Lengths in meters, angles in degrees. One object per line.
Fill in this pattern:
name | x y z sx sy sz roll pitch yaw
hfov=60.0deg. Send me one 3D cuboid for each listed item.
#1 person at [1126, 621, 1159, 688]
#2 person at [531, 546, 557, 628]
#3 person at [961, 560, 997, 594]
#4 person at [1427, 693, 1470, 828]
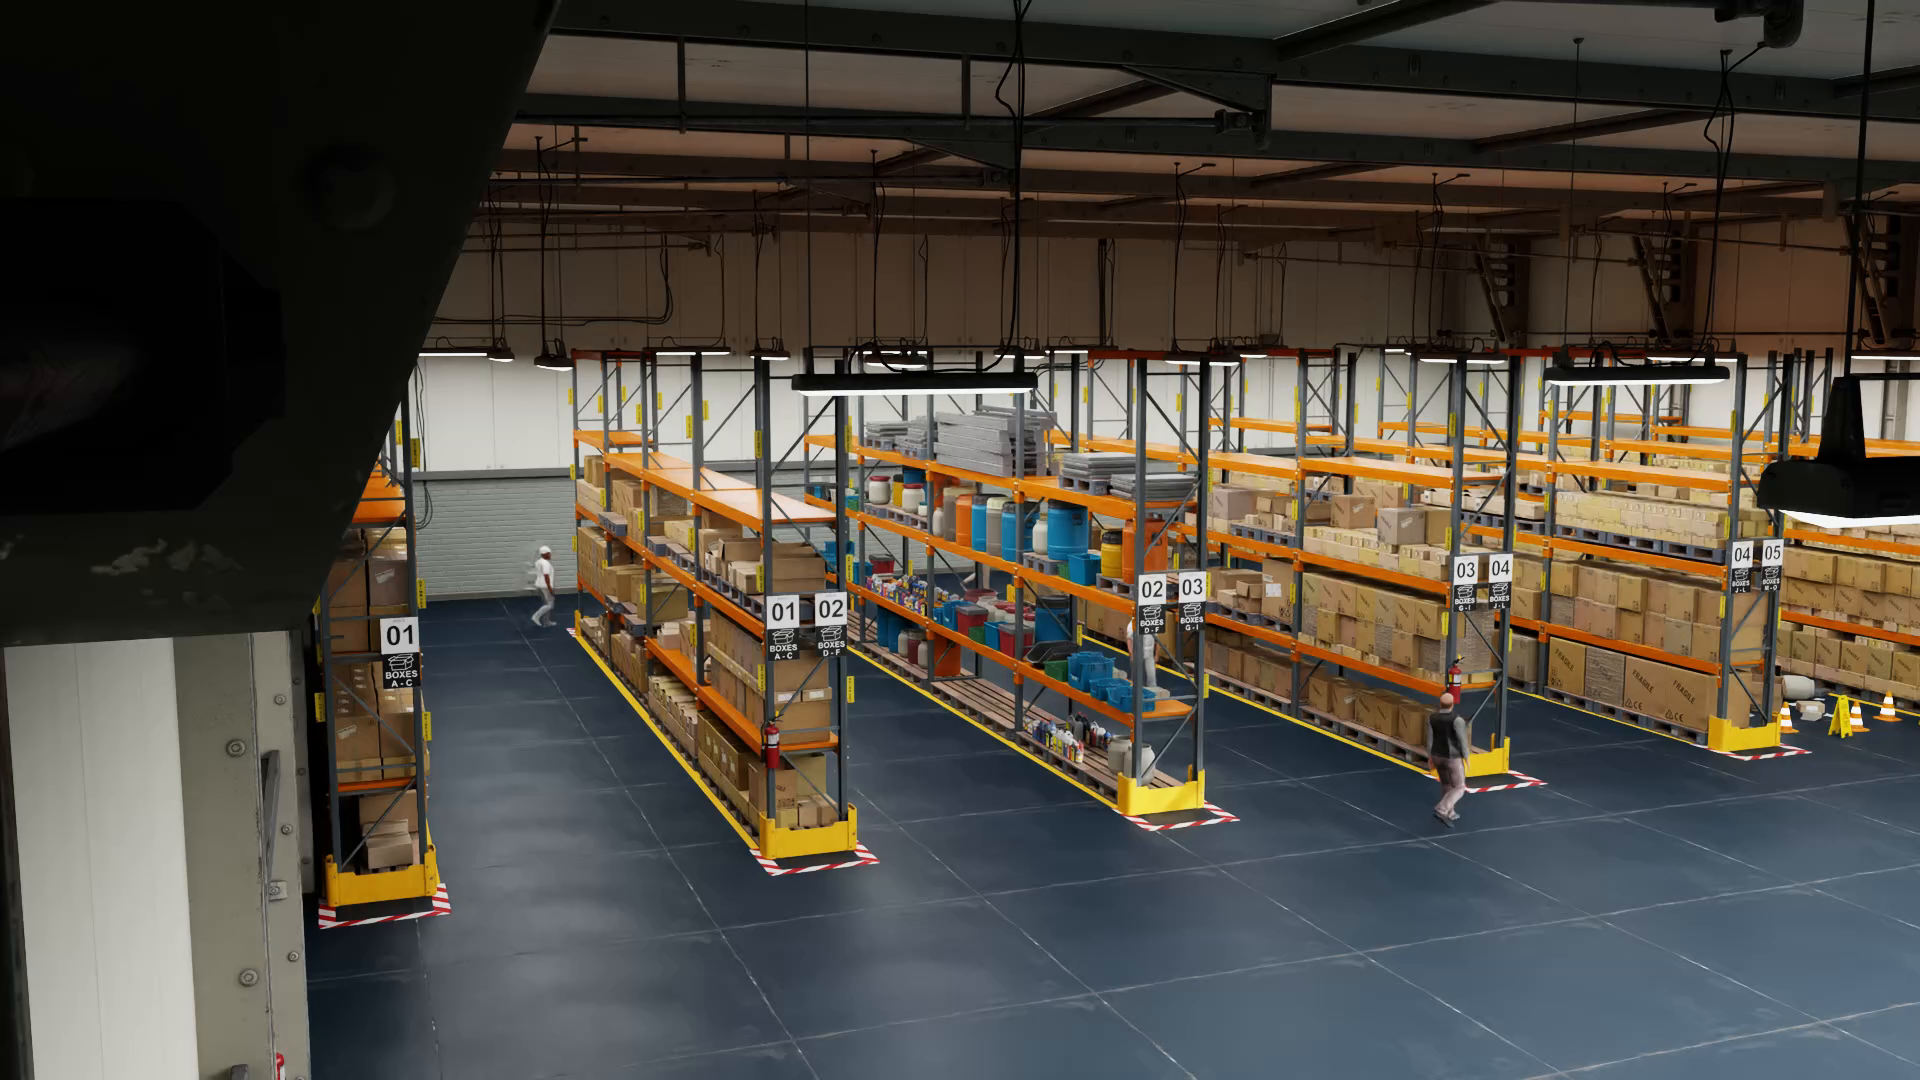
person | 3.102 1.962 28.151 0.573 1.739 0.903 0 7 0
person | -8.952 1.020 35.602 0.594 1.754 0.739 7 10 43
person | 0.454 0.482 40.240 0.876 1.706 0.546 0 7 -1
person | 6.265 2.830 21.419 0.821 1.707 0.583 -7 10 -44
